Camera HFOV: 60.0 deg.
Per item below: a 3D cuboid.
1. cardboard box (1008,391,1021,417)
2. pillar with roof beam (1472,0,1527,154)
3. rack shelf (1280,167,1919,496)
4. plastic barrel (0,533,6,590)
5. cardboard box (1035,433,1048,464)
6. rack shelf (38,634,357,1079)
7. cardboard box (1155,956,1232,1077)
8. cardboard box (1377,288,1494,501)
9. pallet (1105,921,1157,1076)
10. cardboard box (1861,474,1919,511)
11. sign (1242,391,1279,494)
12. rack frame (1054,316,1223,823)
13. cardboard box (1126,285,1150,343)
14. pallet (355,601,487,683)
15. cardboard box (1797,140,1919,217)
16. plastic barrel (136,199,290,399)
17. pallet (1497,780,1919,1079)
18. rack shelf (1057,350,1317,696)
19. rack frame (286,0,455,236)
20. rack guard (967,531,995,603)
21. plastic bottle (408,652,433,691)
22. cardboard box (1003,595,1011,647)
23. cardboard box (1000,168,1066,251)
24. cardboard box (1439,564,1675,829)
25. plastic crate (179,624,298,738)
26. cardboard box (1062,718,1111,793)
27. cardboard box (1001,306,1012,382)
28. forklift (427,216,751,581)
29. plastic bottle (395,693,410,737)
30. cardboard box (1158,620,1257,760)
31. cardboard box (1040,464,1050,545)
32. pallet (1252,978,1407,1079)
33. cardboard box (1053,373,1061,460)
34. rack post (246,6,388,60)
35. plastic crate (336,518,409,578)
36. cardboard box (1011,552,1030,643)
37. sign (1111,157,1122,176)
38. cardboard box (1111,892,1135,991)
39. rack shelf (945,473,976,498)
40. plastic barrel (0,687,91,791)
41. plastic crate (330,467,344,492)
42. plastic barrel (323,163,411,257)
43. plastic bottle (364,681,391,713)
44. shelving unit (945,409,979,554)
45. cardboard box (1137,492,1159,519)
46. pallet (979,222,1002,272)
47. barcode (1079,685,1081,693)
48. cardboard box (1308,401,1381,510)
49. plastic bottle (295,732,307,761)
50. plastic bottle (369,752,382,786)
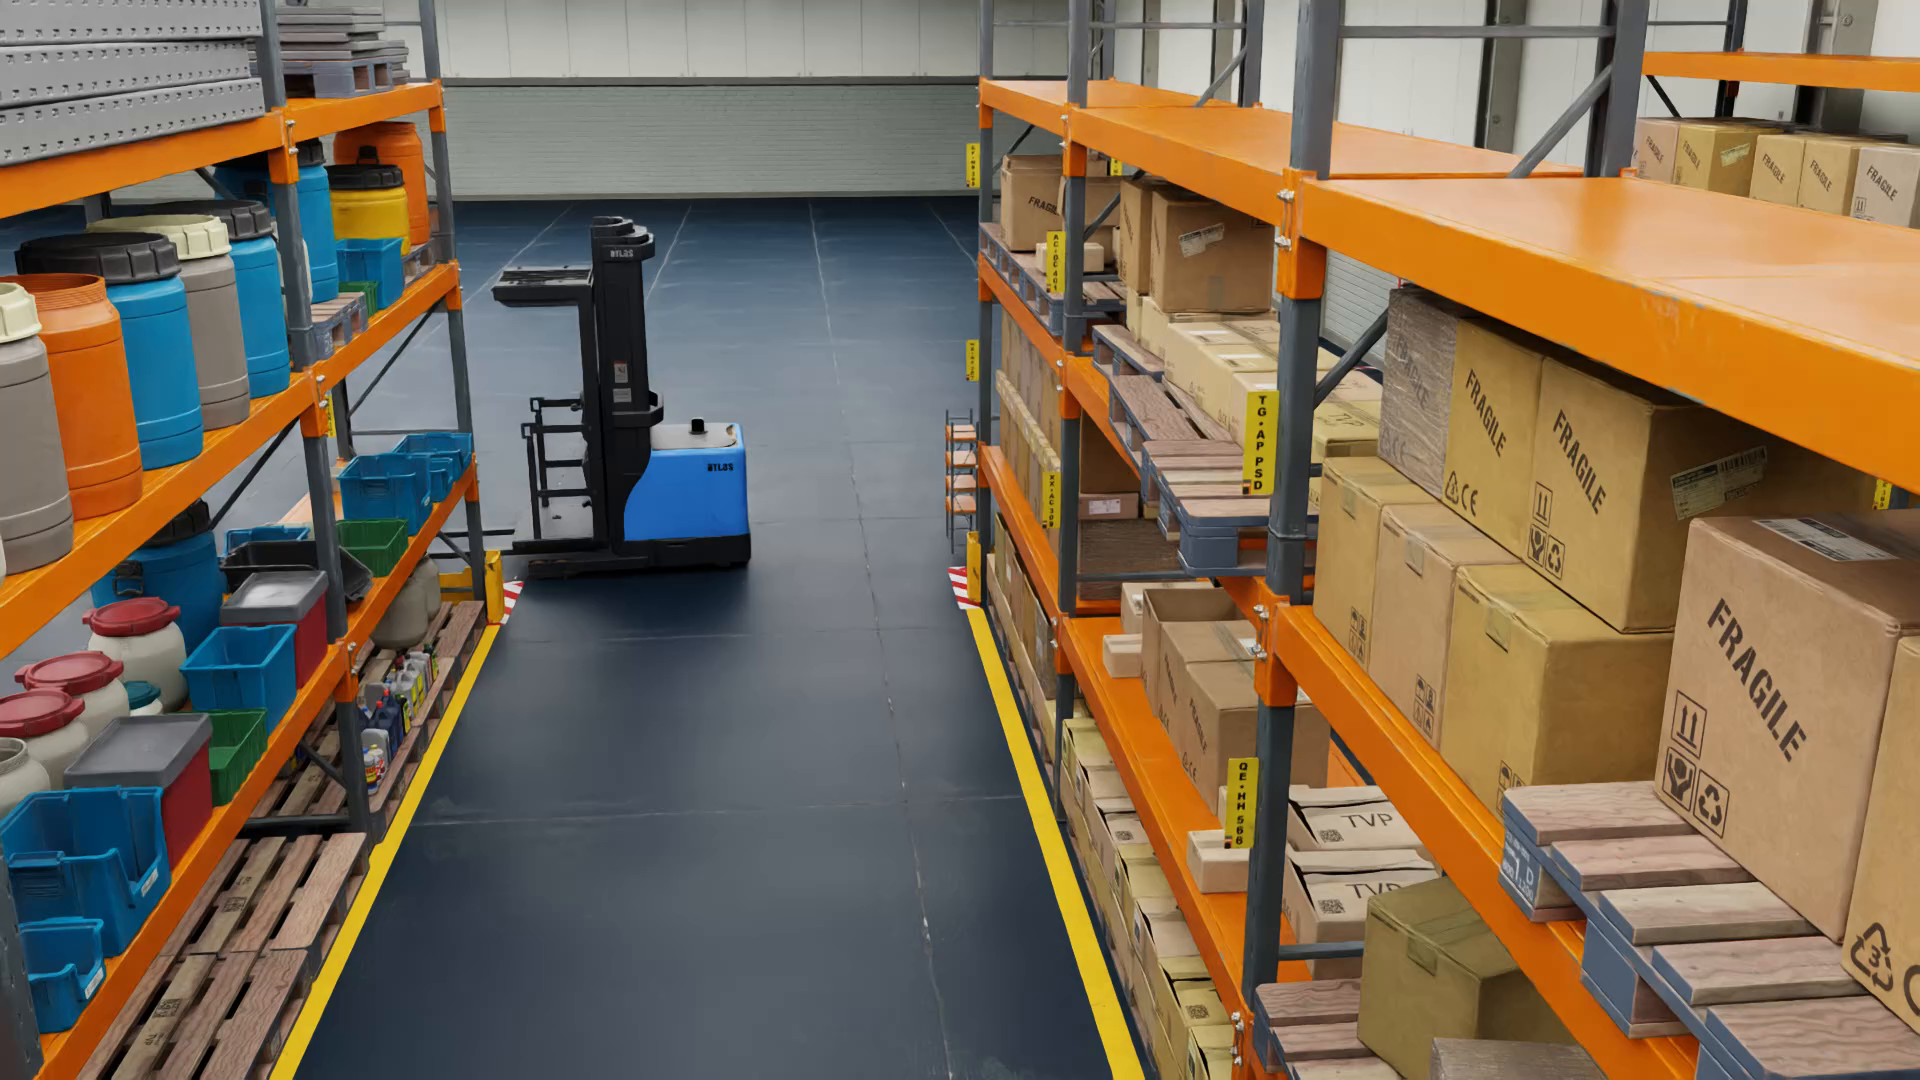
[{"bbox_3d":[0.557,-0.987,12.062,0.380,0.149,0.250,-2,18,-6],"label":"cardboard box"},{"bbox_3d":[1.611,-5.470,17.578,9.100,9.000,0.400,-2,18,-6],"label":"pillar with roof beam"},{"bbox_3d":[1.684,-0.330,3.074,1.077,0.370,4.000,-2,18,-6],"label":"rack shelf"},{"bbox_3d":[-3.177,-0.032,5.078,0.421,0.512,0.421,0,17,0],"label":"plastic barrel"},{"bbox_3d":[0.694,-0.599,10.829,0.380,0.149,0.250,-1,17,-4],"label":"cardboard box"},{"bbox_3d":[-3.656,1.302,7.224,1.077,0.370,4.000,-2,18,-6],"label":"rack shelf"},{"bbox_3d":[1.118,1.943,6.933,0.500,0.311,0.500,-2,18,-6],"label":"cardboard box"},{"bbox_3d":[1.516,-0.423,4.674,0.500,0.500,0.500,-2,18,-6],"label":"cardboard box"},{"bbox_3d":[1.309,2.124,8.061,1.003,0.211,1.213,-2,18,-6],"label":"pallet"},{"bbox_3d":[5.635,-0.371,10.315,0.500,0.500,0.500,-2,18,-6],"label":"cardboard box"},{"bbox_3d":[0.924,-0.299,5.117,0.100,0.325,0.005,-2,18,-6],"label":"sign"},{"bbox_3d":[1.065,0.211,9.499,1.000,3.000,0.127,-2,18,-6],"label":"rack frame"},{"bbox_3d":[1.119,-1.166,8.423,0.500,0.250,0.500,0,17,0],"label":"cardboard box"},{"bbox_3d":[-4.142,0.765,12.389,1.003,0.211,1.213,-2,18,-6],"label":"pallet"},{"bbox_3d":[5.603,-2.214,10.343,0.500,0.500,0.500,-1,17,-3],"label":"cardboard box"},{"bbox_3d":[-3.594,-1.163,8.029,0.600,0.901,0.708,-2,18,-6],"label":"plastic barrel"},{"bbox_3d":[1.782,0.747,3.095,1.213,0.211,1.003,-2,18,-6],"label":"pallet"},{"bbox_3d":[1.271,-0.281,7.259,1.077,0.370,4.000,-2,18,-6],"label":"rack shelf"},{"bbox_3d":[-4.275,-3.692,11.912,1.000,3.000,0.127,-2,18,-6],"label":"rack frame"},{"bbox_3d":[0.650,0.204,13.692,1.175,0.500,0.348,-2,18,-6],"label":"rack guard"},{"bbox_3d":[-3.651,0.870,11.211,0.152,0.276,0.135,-2,18,-5],"label":"plastic bottle"},{"bbox_3d":[0.593,0.595,12.164,0.500,0.250,0.500,-2,18,-6],"label":"cardboard box"},{"bbox_3d":[0.552,-2.224,11.144,0.500,0.500,0.500,-2,18,-6],"label":"cardboard box"},{"bbox_3d":[1.662,0.359,3.850,0.910,0.500,0.500,-2,18,-6],"label":"cardboard box"},{"bbox_3d":[-3.439,0.689,8.001,0.392,0.384,0.575,-2,18,-6],"label":"plastic crate"},{"bbox_3d":[0.860,1.185,9.347,0.500,0.311,0.500,-2,18,-5],"label":"cardboard box"},{"bbox_3d":[0.693,-1.493,12.591,0.700,0.500,0.500,-2,18,-5],"label":"cardboard box"},{"bbox_3d":[-3.379,-1.225,14.187,3.031,2.935,1.130,-3,18,-9],"label":"forklift"},{"bbox_3d":[-3.528,1.089,10.502,0.061,0.283,0.133,-1,17,-3],"label":"plastic bottle"},{"bbox_3d":[1.234,0.698,7.778,0.500,0.500,0.500,-2,18,-6],"label":"cardboard box"},{"bbox_3d":[0.904,-0.276,10.881,0.700,0.500,0.500,-2,17,-5],"label":"cardboard box"},{"bbox_3d":[1.617,1.694,5.095,1.213,0.211,1.003,-2,18,-6],"label":"pallet"},{"bbox_3d":[0.959,-0.739,10.189,0.700,0.500,0.500,-2,18,-6],"label":"cardboard box"},{"bbox_3d":[-4.044,-3.079,10.088,0.937,0.300,0.954,-2,18,-7],"label":"rack post"},{"bbox_3d":[-3.722,0.050,10.362,0.450,0.188,0.662,-2,18,-6],"label":"plastic crate"},{"bbox_3d":[0.638,0.386,11.577,0.500,0.500,0.500,-2,18,-6],"label":"cardboard box"},{"bbox_3d":[1.193,-2.810,12.765,0.100,0.325,0.005,-2,18,-6],"label":"sign"},{"bbox_3d":[1.019,1.908,7.981,0.500,0.250,0.500,-1,17,-5],"label":"cardboard box"},{"bbox_3d":[0.017,-0.459,14.860,0.258,0.148,0.480,-2,18,-6],"label":"rack shelf"},{"bbox_3d":[-3.862,0.937,6.958,0.433,0.535,0.433,0,17,0],"label":"plastic barrel"},{"bbox_3d":[-4.503,-0.427,11.969,0.298,0.136,0.250,-2,18,-6],"label":"plastic crate"},{"bbox_3d":[-4.031,-2.215,11.201,0.600,0.588,0.600,0,17,0],"label":"plastic barrel"},{"bbox_3d":[-3.741,1.028,10.708,0.152,0.276,0.135,-2,18,-6],"label":"plastic bottle"},{"bbox_3d":[0.017,-0.523,14.840,0.258,1.200,0.503,-2,18,-6],"label":"shelving unit"},{"bbox_3d":[1.230,-0.233,9.661,0.380,0.149,0.250,-2,18,-6],"label":"cardboard box"},{"bbox_3d":[0.699,-2.159,12.185,1.003,0.211,1.213,-2,18,-6],"label":"pallet"},{"bbox_3d":[0.677,0.824,9.380,0.001,0.075,0.075,-2,18,-6],"label":"barcode"},{"bbox_3d":[1.374,-0.291,5.638,0.500,0.250,0.500,-3,18,-10],"label":"cardboard box"},{"bbox_3d":[-4.091,1.200,10.160,0.152,0.276,0.135,-2,18,-6],"label":"plastic bottle"},{"bbox_3d":[-3.470,1.349,9.810,0.097,0.201,0.097,0,17,0],"label":"plastic bottle"}]
